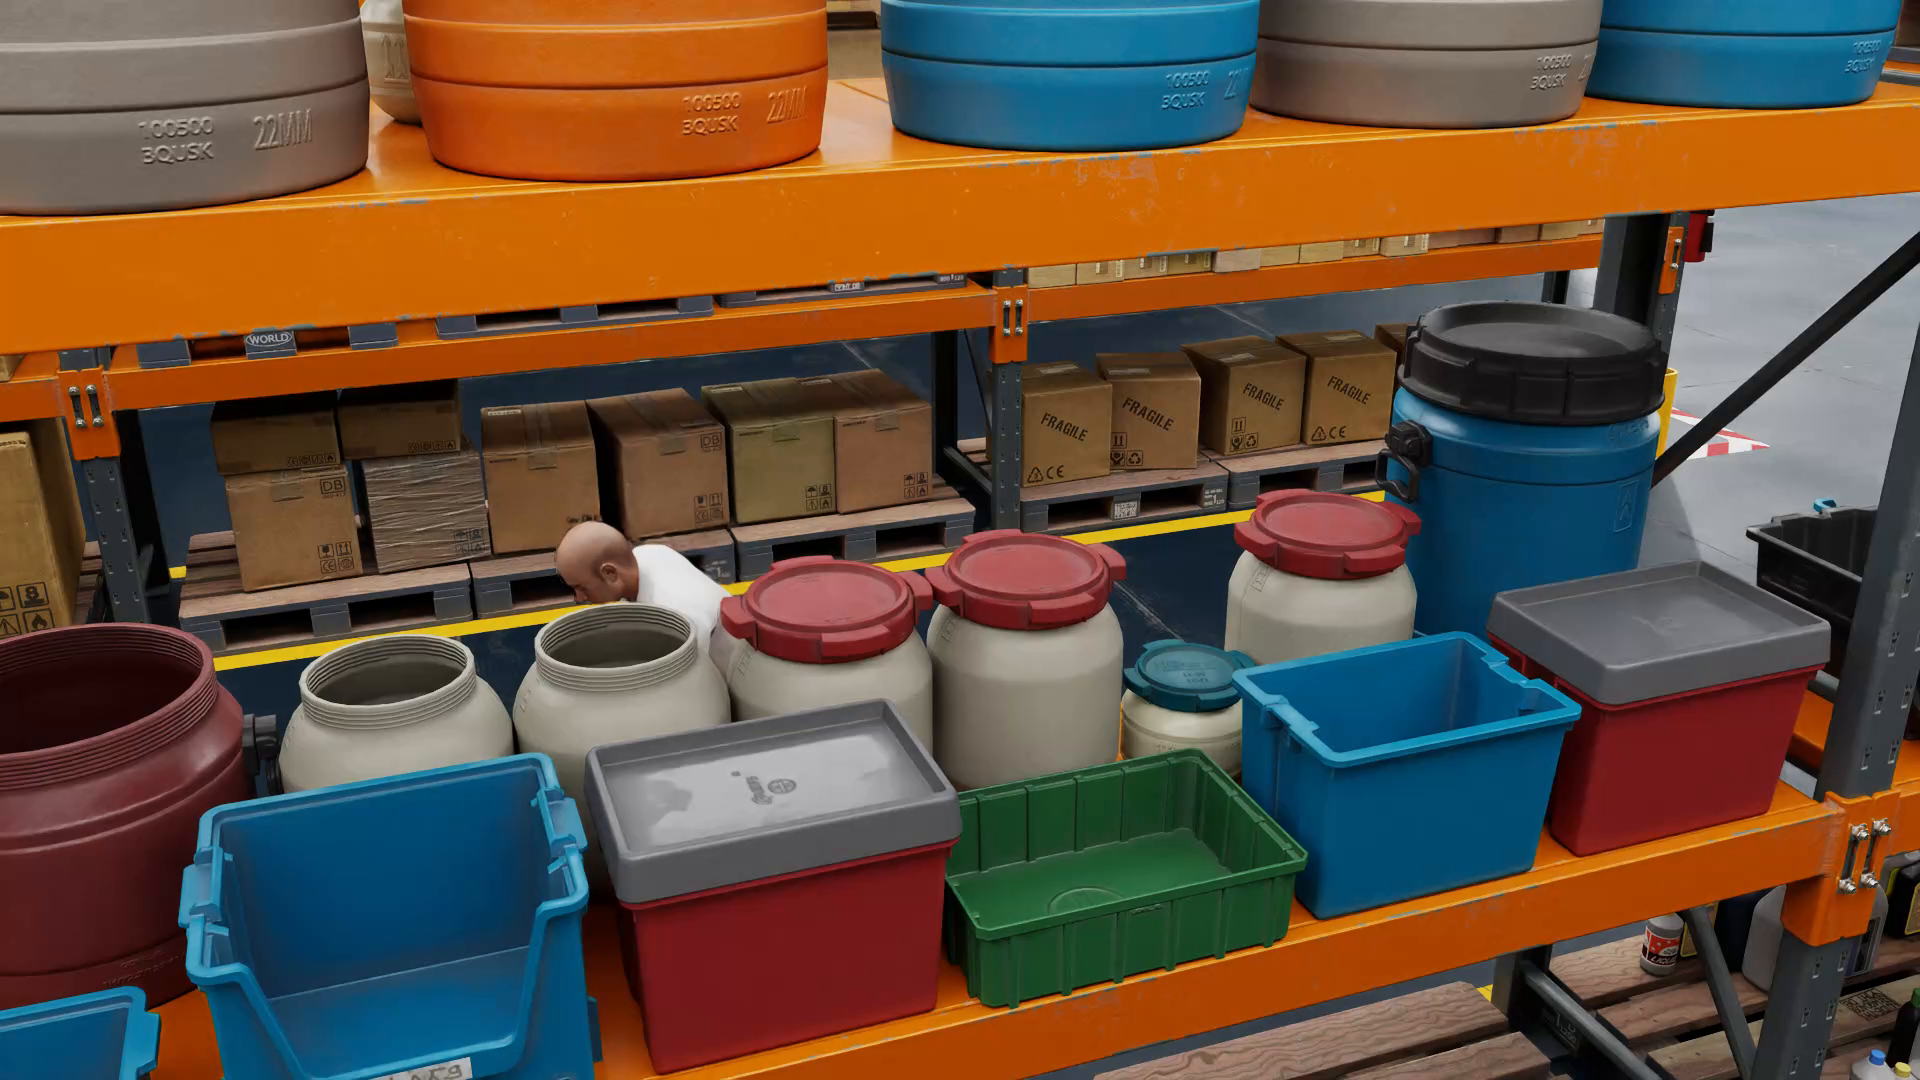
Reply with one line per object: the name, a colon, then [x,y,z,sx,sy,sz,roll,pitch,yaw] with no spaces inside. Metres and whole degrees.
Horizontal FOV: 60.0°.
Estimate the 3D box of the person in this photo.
person: [-0.828,0.588,5.108,0.700,1.454,0.630,-8,24,-19]
